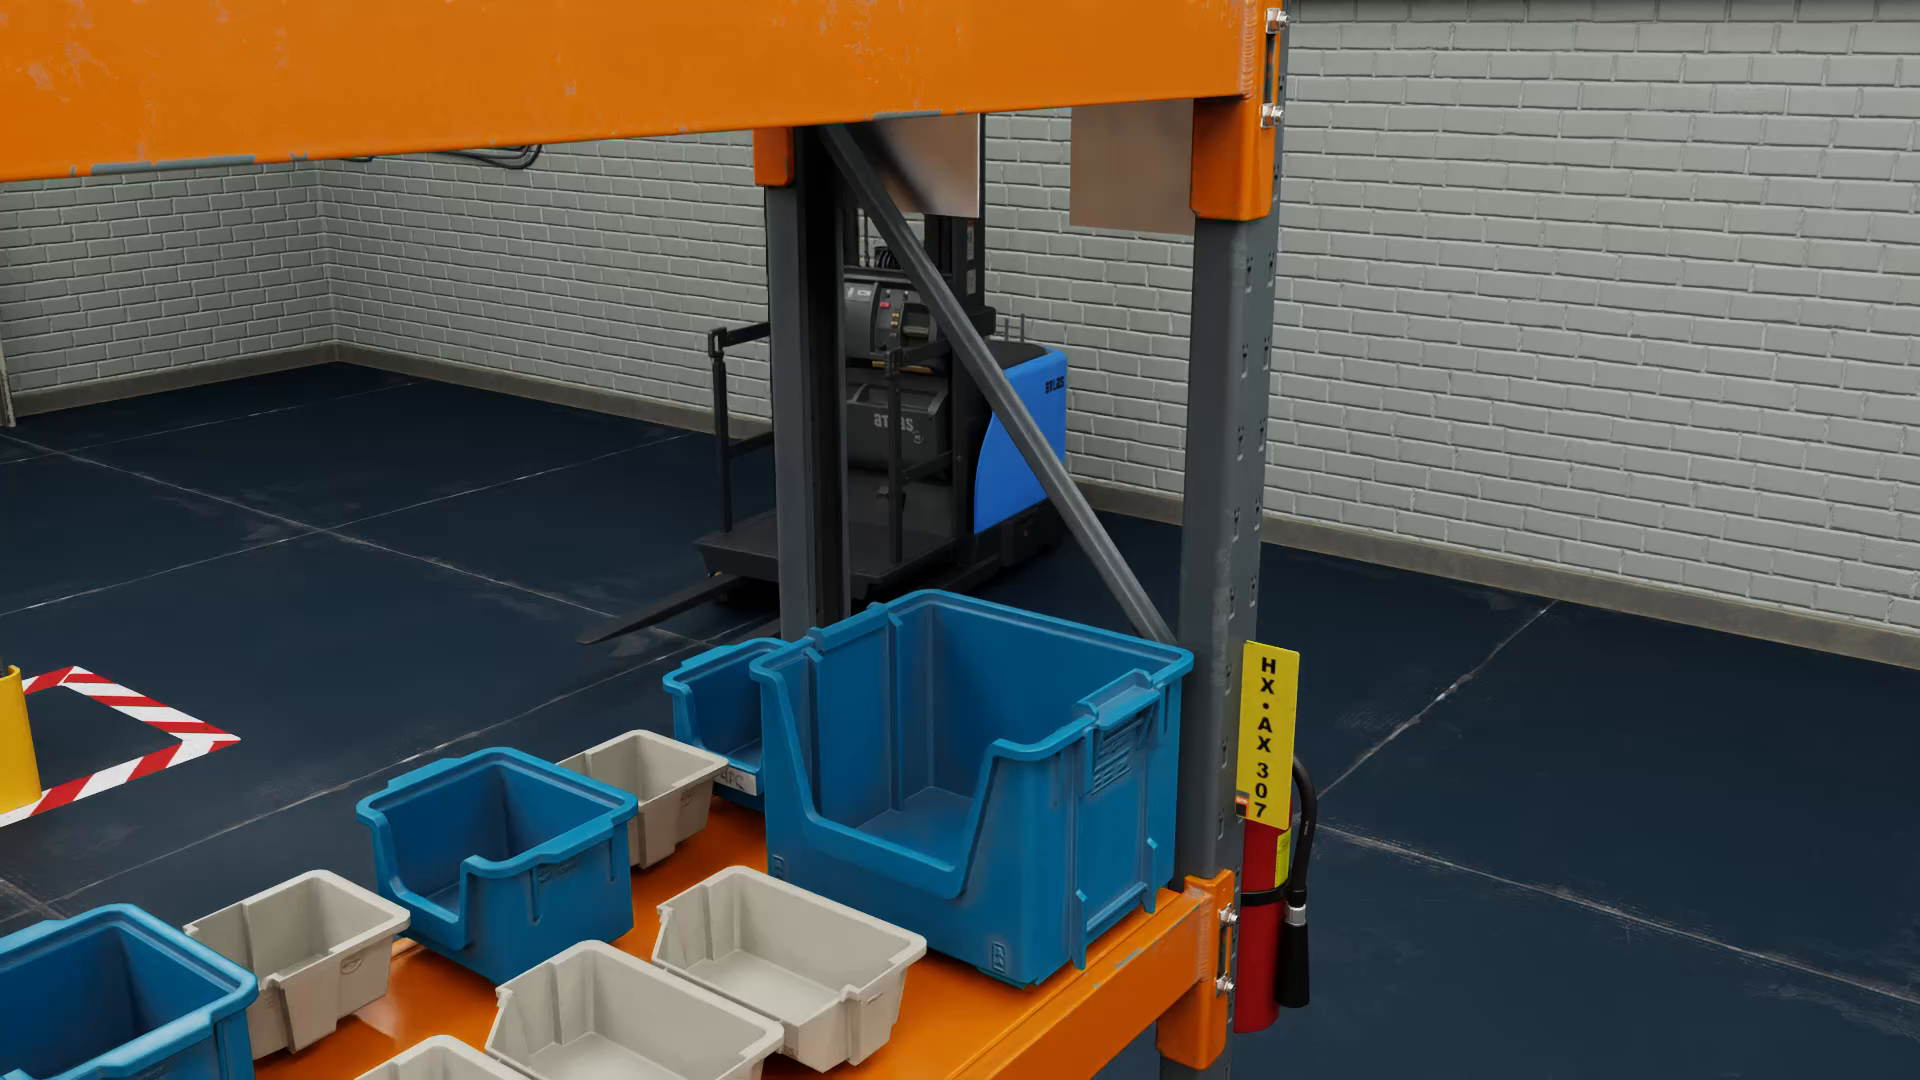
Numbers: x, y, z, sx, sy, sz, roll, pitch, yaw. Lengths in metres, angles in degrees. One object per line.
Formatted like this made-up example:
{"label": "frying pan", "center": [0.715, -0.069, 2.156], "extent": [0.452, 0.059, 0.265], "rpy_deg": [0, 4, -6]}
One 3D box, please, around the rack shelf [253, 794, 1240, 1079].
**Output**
{"label": "rack shelf", "center": [-1.121, 1.139, 1.732], "extent": [1.077, 0.370, 4.000], "rpy_deg": [12, 21, 35]}

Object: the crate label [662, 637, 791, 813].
{"label": "crate label", "center": [-0.341, 0.371, 3.174], "extent": [0.416, 0.233, 0.303], "rpy_deg": [12, 21, 35]}

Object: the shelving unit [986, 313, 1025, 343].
{"label": "shelving unit", "center": [0.208, -0.681, 9.412], "extent": [0.258, 1.200, 0.189], "rpy_deg": [10, 20, 29]}

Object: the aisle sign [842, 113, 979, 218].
{"label": "aisle sign", "center": [-0.125, -0.992, 2.998], "extent": [0.394, 0.787, 0.004], "rpy_deg": [12, 21, 35]}

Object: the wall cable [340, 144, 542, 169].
{"label": "wall cable", "center": [-4.229, -4.098, 12.503], "extent": [3.097, 2.526, 0.112], "rpy_deg": [12, 21, 35]}

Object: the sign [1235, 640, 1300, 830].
{"label": "sign", "center": [0.522, 0.334, 2.835], "extent": [0.100, 0.325, 0.005], "rpy_deg": [12, 21, 35]}

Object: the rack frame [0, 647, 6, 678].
{"label": "rack frame", "center": [-3.905, -0.558, 5.981], "extent": [1.000, 3.000, 0.127], "rpy_deg": [12, 21, 35]}

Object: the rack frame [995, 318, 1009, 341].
{"label": "rack frame", "center": [0.162, -0.657, 9.337], "extent": [0.240, 1.200, 0.006], "rpy_deg": [10, 20, 29]}

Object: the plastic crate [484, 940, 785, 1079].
{"label": "plastic crate", "center": [-0.454, 0.709, 2.247], "extent": [0.396, 0.136, 0.243], "rpy_deg": [12, 21, 35]}

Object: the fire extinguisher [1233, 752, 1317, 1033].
{"label": "fire extinguisher", "center": [0.526, 0.578, 3.084], "extent": [0.296, 0.674, 0.183], "rpy_deg": [12, 21, 35]}

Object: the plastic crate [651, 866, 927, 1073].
{"label": "plastic crate", "center": [-0.270, 0.642, 2.462], "extent": [0.396, 0.136, 0.243], "rpy_deg": [12, 21, 35]}

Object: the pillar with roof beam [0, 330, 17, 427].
{"label": "pillar with roof beam", "center": [-3.514, -4.332, 8.021], "extent": [9.100, 9.000, 0.400], "rpy_deg": [12, 21, 35]}

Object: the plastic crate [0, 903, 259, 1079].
{"label": "plastic crate", "center": [-1.125, 0.684, 2.164], "extent": [0.416, 0.233, 0.300], "rpy_deg": [12, 21, 35]}

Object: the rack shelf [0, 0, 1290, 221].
{"label": "rack shelf", "center": [-1.121, -0.294, 1.288], "extent": [1.077, 0.370, 4.000], "rpy_deg": [12, 21, 35]}

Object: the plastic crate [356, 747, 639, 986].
{"label": "plastic crate", "center": [-0.733, 0.527, 2.669], "extent": [0.416, 0.233, 0.300], "rpy_deg": [12, 21, 35]}

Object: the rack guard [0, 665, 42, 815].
{"label": "rack guard", "center": [-3.950, 0.654, 6.294], "extent": [1.175, 0.500, 0.348], "rpy_deg": [12, 21, 35]}

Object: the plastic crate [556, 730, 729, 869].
{"label": "plastic crate", "center": [-0.598, 0.478, 2.989], "extent": [0.250, 0.136, 0.298], "rpy_deg": [12, 21, 35]}

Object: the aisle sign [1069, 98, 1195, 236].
{"label": "aisle sign", "center": [0.349, -0.888, 2.663], "extent": [0.394, 0.787, 0.004], "rpy_deg": [12, 21, 35]}

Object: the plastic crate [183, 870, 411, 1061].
{"label": "plastic crate", "center": [-1.003, 0.640, 2.469], "extent": [0.250, 0.136, 0.298], "rpy_deg": [12, 21, 35]}

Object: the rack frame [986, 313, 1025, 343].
{"label": "rack frame", "center": [0.254, -0.704, 9.488], "extent": [0.240, 1.200, 0.006], "rpy_deg": [10, 20, 29]}

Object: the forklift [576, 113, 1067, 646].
{"label": "forklift", "center": [-0.589, -1.092, 7.817], "extent": [1.130, 2.935, 3.031], "rpy_deg": [10, 20, 29]}

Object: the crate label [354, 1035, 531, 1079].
{"label": "crate label", "center": [-0.600, 0.779, 2.020], "extent": [0.396, 0.136, 0.243], "rpy_deg": [12, 21, 35]}

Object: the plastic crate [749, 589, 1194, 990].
{"label": "plastic crate", "center": [0.021, 0.386, 2.783], "extent": [0.616, 0.435, 0.499], "rpy_deg": [12, 21, 35]}
